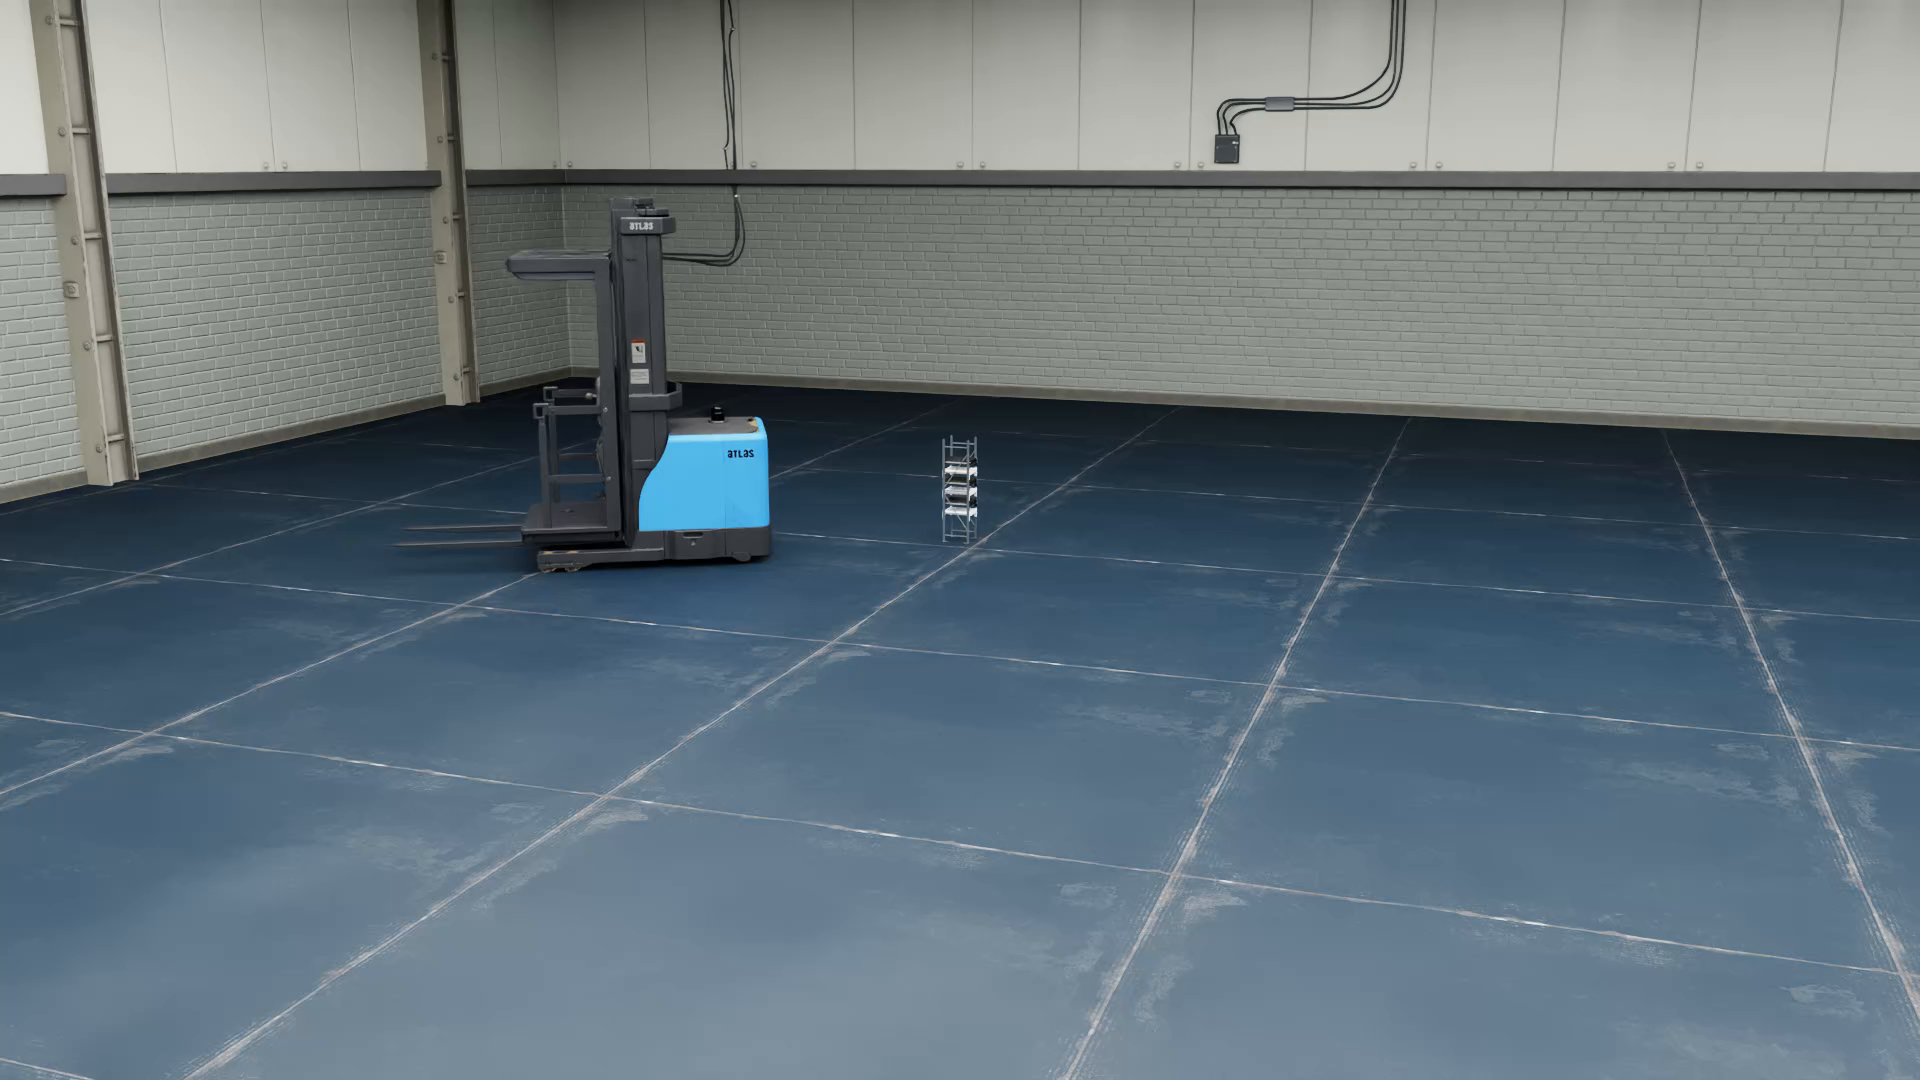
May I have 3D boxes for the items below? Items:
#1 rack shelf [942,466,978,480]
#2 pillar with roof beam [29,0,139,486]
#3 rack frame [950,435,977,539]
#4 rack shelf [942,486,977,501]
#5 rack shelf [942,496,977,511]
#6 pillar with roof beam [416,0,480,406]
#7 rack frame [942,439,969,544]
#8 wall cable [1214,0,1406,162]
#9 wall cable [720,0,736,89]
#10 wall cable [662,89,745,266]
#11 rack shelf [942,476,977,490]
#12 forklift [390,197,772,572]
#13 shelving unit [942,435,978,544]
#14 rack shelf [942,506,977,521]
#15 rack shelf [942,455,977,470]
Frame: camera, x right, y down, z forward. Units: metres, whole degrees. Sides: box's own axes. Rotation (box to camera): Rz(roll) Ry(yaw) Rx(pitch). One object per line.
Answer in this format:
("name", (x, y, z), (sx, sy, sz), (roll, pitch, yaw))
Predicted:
("rack shelf", (-0.003, -0.580, 14.348), (0.258, 0.077, 0.200), (4, 14, 18))
("pillar with roof beam", (-4.650, -4.679, 14.765), (9.100, 9.000, 0.400), (4, 14, 18))
("rack frame", (0.030, -0.458, 14.474), (0.240, 0.900, 0.006), (4, 14, 18))
("rack shelf", (-0.003, -0.405, 14.388), (0.258, 0.077, 0.200), (4, 14, 18))
("rack shelf", (-0.003, -0.317, 14.408), (0.258, 0.077, 0.200), (4, 14, 18))
("pillar with roof beam", (-2.709, -5.942, 20.300), (9.100, 9.000, 0.400), (4, 14, 18))
("rack frame", (-0.036, -0.416, 14.287), (0.240, 0.900, 0.006), (4, 14, 18))
("wall cable", (4.400, -7.748, 20.571), (2.305, 6.003, 0.169), (4, 14, 18))
("wall cable", (-2.018, -7.531, 22.889), (3.097, 2.526, 0.112), (4, 14, 18))
("wall cable", (-4.578, -5.263, 24.304), (3.097, 2.526, 0.112), (4, 14, 18))
("rack shelf", (-0.003, -0.492, 14.368), (0.258, 0.077, 0.200), (4, 14, 18))
("forklift", (-3.114, -1.295, 13.574), (3.031, 2.935, 1.130), (-2, 13, -9))
("shelving unit", (-0.003, -0.437, 14.380), (0.258, 0.900, 0.210), (4, 14, 18))
("rack shelf", (-0.003, -0.229, 14.428), (0.258, 0.077, 0.200), (4, 14, 18))
("rack shelf", (-0.003, -0.668, 14.328), (0.258, 0.077, 0.200), (4, 14, 18))
